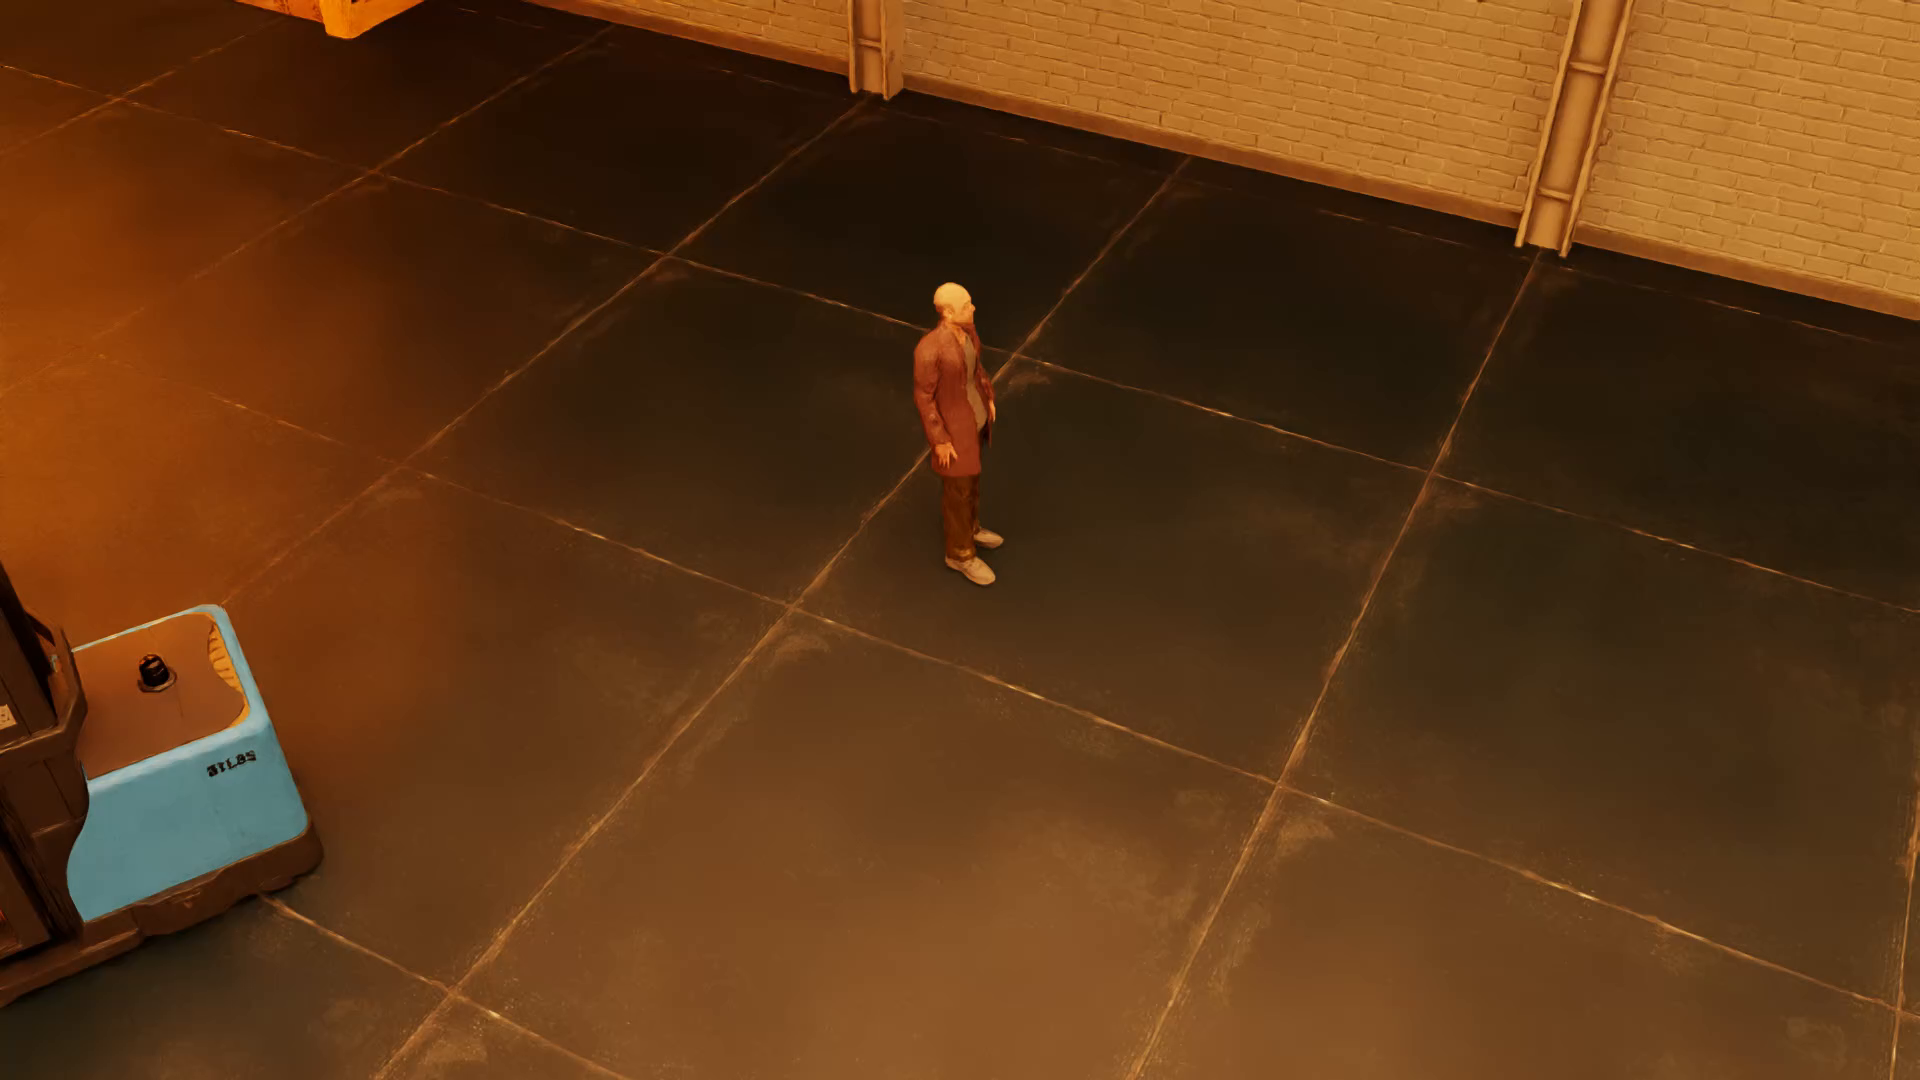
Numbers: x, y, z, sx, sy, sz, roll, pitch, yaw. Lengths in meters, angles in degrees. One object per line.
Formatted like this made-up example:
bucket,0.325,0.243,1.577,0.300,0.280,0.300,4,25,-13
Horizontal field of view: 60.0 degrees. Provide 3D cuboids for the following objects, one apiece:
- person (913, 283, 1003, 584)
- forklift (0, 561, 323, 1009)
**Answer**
person,0.079,-0.656,9.649,0.580,1.776,0.694,18,43,21
forklift,-4.699,0.756,7.089,3.031,2.935,1.130,-22,45,-24
